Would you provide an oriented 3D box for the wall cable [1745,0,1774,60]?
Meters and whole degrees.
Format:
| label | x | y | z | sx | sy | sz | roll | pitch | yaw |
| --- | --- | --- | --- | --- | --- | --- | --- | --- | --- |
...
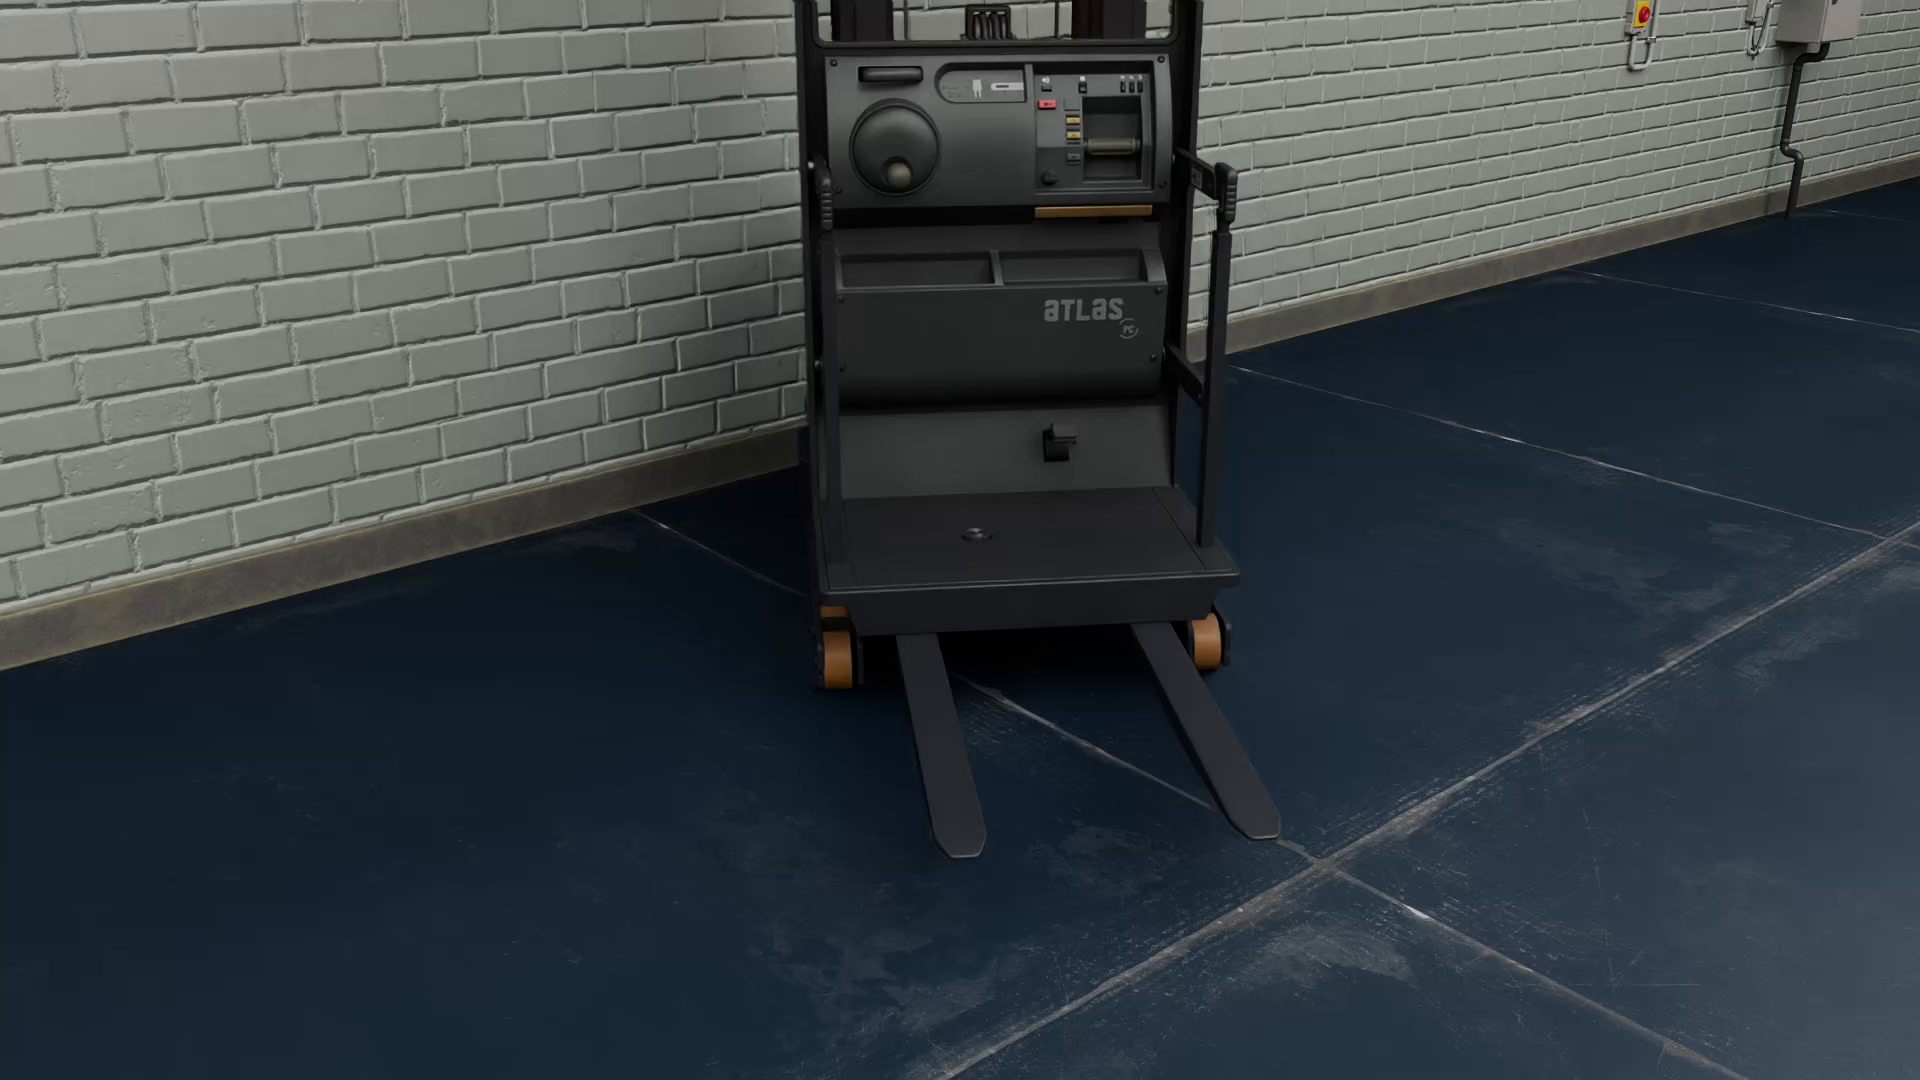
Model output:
| label | x | y | z | sx | sy | sz | roll | pitch | yaw |
| --- | --- | --- | --- | --- | --- | --- | --- | --- | --- |
| wall cable | 4.813 | -3.840 | 9.781 | 0.588 | 1.984 | 0.122 | -17 | 27 | -37 |

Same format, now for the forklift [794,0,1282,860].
| label | x | y | z | sx | sy | sz | roll | pitch | yaw |
| --- | --- | --- | --- | --- | --- | --- | --- | --- | --- |
| forklift | 0.134 | -1.094 | 4.257 | 1.130 | 2.935 | 3.031 | -2 | 22 | -6 |

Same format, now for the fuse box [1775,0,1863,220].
| label | x | y | z | sx | sy | sz | roll | pitch | yaw |
| --- | --- | --- | --- | --- | --- | --- | --- | --- | --- |
| fuse box | 5.433 | -2.886 | 10.505 | 0.539 | 1.711 | 0.414 | -17 | 27 | -37 |

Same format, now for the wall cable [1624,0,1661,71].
| label | x | y | z | sx | sy | sz | roll | pitch | yaw |
| --- | --- | --- | --- | --- | --- | --- | --- | --- | --- |
| wall cable | 3.746 | -3.513 | 8.905 | 0.585 | 1.953 | 0.123 | -17 | 27 | -37 |
